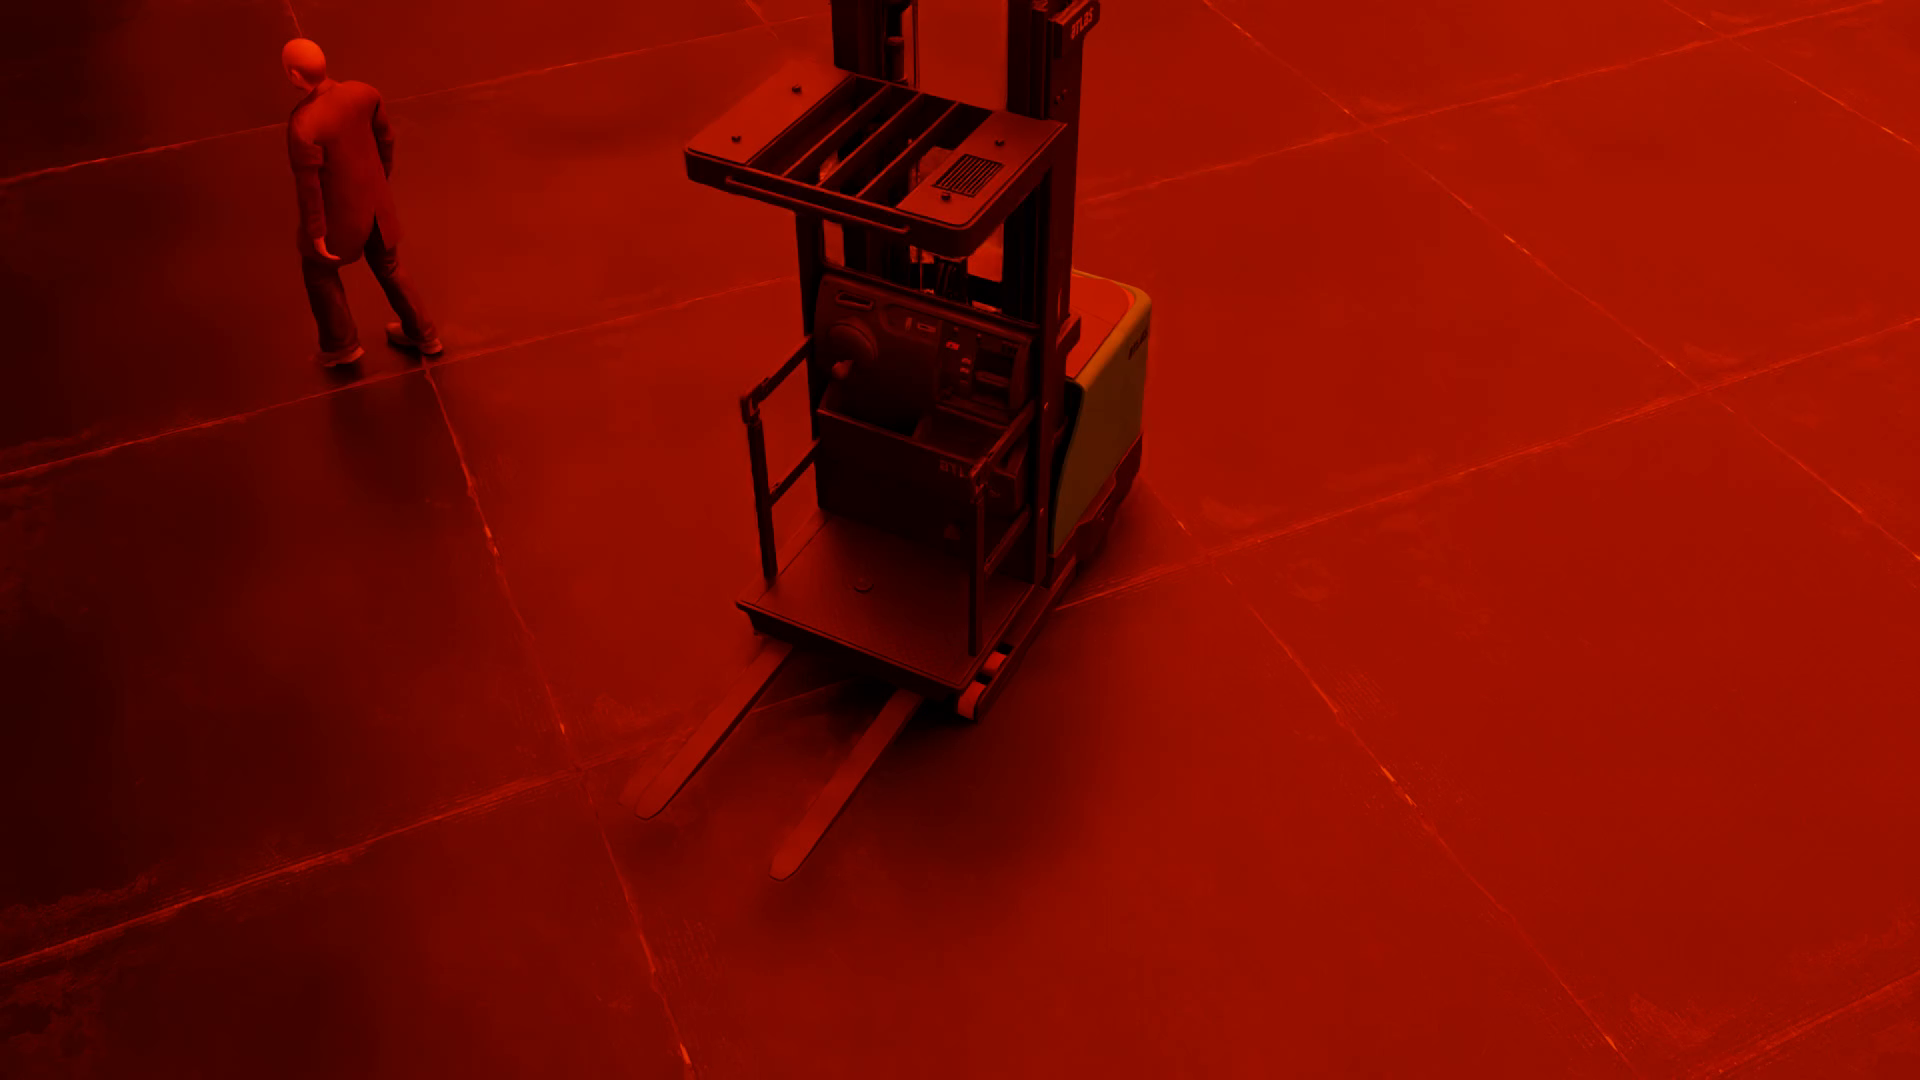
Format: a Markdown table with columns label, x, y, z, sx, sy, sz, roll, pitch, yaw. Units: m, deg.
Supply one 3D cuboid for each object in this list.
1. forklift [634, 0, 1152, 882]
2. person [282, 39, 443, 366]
| label | x | y | z | sx | sy | sz | roll | pitch | yaw |
| --- | --- | --- | --- | --- | --- | --- | --- | --- | --- |
| forklift | -0.253 | -0.642 | 6.415 | 1.129 | 2.867 | 3.031 | 20 | 46 | 20 |
| person | -3.095 | -1.668 | 8.371 | 0.623 | 1.820 | 0.645 | 21 | 47 | 21 |
